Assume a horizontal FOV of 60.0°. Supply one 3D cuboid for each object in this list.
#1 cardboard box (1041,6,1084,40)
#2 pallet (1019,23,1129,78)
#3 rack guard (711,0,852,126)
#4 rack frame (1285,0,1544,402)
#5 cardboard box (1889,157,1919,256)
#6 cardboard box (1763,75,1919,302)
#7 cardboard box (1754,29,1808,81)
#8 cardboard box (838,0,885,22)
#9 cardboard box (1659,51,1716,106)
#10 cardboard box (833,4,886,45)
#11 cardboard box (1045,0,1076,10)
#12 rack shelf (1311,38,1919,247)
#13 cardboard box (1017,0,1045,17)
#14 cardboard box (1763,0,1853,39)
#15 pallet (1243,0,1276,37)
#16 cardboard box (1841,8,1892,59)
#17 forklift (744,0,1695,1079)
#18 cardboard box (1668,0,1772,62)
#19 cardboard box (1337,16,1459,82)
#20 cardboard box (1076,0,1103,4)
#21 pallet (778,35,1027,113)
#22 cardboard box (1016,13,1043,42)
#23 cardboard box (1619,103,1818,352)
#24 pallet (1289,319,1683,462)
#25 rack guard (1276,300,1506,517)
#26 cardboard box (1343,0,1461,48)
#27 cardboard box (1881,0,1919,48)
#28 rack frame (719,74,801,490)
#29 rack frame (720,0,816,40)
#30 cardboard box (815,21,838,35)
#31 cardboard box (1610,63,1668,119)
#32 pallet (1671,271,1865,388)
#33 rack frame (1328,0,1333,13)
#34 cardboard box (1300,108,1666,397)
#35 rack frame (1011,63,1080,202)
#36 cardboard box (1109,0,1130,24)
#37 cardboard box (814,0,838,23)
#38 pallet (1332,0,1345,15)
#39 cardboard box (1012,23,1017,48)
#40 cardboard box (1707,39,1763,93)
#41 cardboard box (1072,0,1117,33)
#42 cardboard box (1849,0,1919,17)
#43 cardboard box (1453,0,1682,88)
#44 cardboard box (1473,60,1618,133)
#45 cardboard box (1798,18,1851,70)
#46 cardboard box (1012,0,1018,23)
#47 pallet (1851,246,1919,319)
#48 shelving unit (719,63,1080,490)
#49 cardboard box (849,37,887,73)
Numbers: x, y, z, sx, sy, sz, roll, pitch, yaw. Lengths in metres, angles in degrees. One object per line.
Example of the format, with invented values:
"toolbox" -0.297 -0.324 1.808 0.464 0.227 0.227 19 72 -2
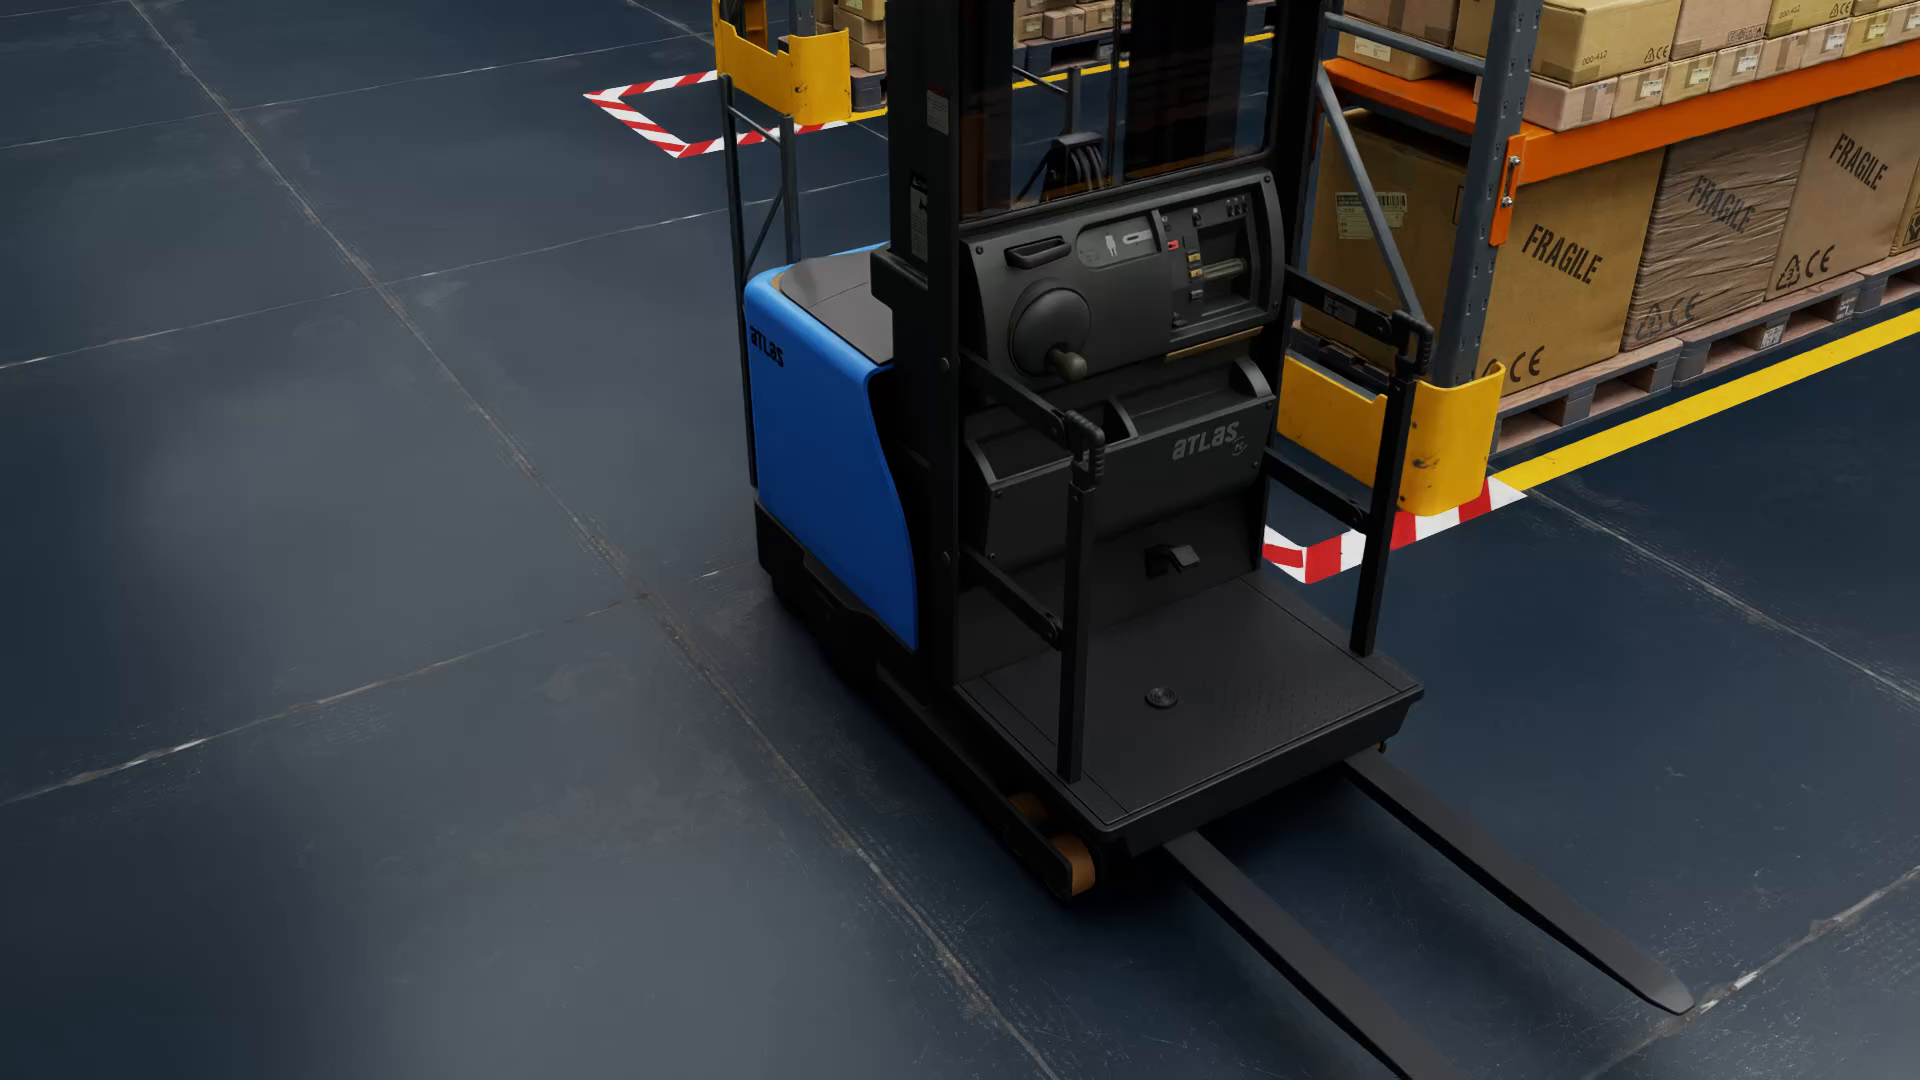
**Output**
"cardboard box" 0.560 -3.251 10.371 0.250 0.149 0.380 -21 38 -30
"pallet" 0.662 -3.322 10.818 1.213 0.211 1.003 -19 37 -27
"rack guard" -1.065 -2.875 9.838 0.348 0.500 1.175 -19 37 -27
"rack frame" 1.474 -1.656 5.564 0.127 3.000 1.000 -19 37 -27
"cardboard box" 4.238 -1.937 7.607 0.875 0.875 0.875 -19 37 -27
"cardboard box" 3.481 -1.677 7.194 0.875 0.875 0.875 -19 37 -27
"cardboard box" 2.814 -1.803 6.032 0.250 0.149 0.380 -20 37 -28
"cardboard box" -0.504 -3.132 9.625 0.250 0.149 0.380 -21 38 -29
"cardboard box" 2.381 -1.654 5.796 0.250 0.149 0.380 -20 37 -28
"cardboard box" -0.549 -3.044 9.763 0.250 0.149 0.380 -17 36 -25
"cardboard box" 0.521 -3.450 10.407 0.250 0.149 0.380 -17 36 -25
"rack shelf" 3.155 -1.930 6.673 4.000 0.370 1.077 -19 37 -27
"cardboard box" 0.316 -3.353 10.253 0.250 0.149 0.380 -21 38 -29
"cardboard box" 2.881 -2.033 6.024 0.500 0.250 0.500 -20 38 -29
"pallet" 1.688 -3.677 11.381 1.213 0.211 1.003 -19 37 -27
"cardboard box" 3.243 -1.950 6.265 0.250 0.149 0.380 -20 37 -28
"forklift" 0.545 -0.606 3.963 1.130 2.935 3.031 -19 37 -27
"cardboard box" 2.457 -1.890 5.796 0.500 0.250 0.500 -19 37 -28
"cardboard box" 1.595 -1.801 6.029 0.250 0.149 0.380 -18 37 -26
"cardboard box" 0.754 -3.524 10.524 0.250 0.149 0.380 -17 36 -25
"pallet" -0.363 -2.971 10.263 1.213 0.211 1.003 -19 37 -27
"cardboard box" 0.303 -3.218 10.318 0.250 0.149 0.380 -19 37 -27
"cardboard box" 2.733 -1.419 6.786 0.875 0.875 0.875 -19 37 -27
"pallet" 2.104 -0.743 6.730 1.213 0.211 1.003 -19 37 -27
"rack guard" 1.454 -0.592 6.220 0.348 0.500 1.175 -19 37 -27
"cardboard box" 1.738 -1.978 5.936 0.500 0.250 0.500 -20 37 -28
"cardboard box" 3.463 -2.027 6.387 0.250 0.149 0.380 -18 37 -27
"rack frame" -0.630 -0.731 5.503 0.032 1.500 0.500 -17 36 -25
"rack frame" -1.128 -3.910 9.137 0.127 3.000 1.000 -19 37 -27
"cardboard box" -0.799 -3.127 10.175 0.250 0.149 0.380 -18 37 -26
"cardboard box" 2.166 -1.580 5.678 0.250 0.149 0.380 -20 37 -28
"pallet" 3.128 -1.094 7.286 1.213 0.211 1.003 -19 37 -27
"rack frame" 2.234 -5.066 10.970 0.127 3.000 1.000 -19 37 -27
"cardboard box" 1.969 -1.156 6.369 0.875 0.875 0.875 -19 37 -27
"rack frame" 0.251 -1.002 5.932 0.032 1.500 0.500 -17 36 -25
"cardboard box" 0.963 -3.427 10.650 0.250 0.149 0.380 -18 37 -26
"cardboard box" -0.839 -3.288 10.151 0.250 0.149 0.380 -20 37 -29
"pallet" 2.887 -4.112 12.071 1.213 0.211 1.003 -19 37 -27
"cardboard box" 0.140 -3.102 10.134 0.250 0.149 0.380 -18 37 -27
"cardboard box" 2.600 -1.730 5.916 0.250 0.149 0.380 -20 37 -28
"cardboard box" 0.778 -3.343 10.516 0.250 0.149 0.380 -19 37 -27
"cardboard box" 3.317 -2.187 6.266 0.500 0.250 0.500 -20 37 -28
"cardboard box" 2.024 -1.736 5.553 0.500 0.250 0.500 -20 37 -28
"cardboard box" 1.951 -1.505 5.559 0.250 0.149 0.380 -19 37 -27
"cardboard box" 3.031 -1.878 6.150 0.250 0.149 0.380 -19 37 -28
"cardboard box" 0.144 -3.234 10.064 0.250 0.149 0.380 -18 36 -26
"pallet" 4.155 -1.449 7.849 1.213 0.211 1.003 -19 37 -27
"shelving unit" -0.189 -0.866 5.718 1.048 1.500 0.538 -17 36 -25
"cardboard box" -0.515 -2.890 9.798 0.250 0.149 0.380 -18 37 -26
